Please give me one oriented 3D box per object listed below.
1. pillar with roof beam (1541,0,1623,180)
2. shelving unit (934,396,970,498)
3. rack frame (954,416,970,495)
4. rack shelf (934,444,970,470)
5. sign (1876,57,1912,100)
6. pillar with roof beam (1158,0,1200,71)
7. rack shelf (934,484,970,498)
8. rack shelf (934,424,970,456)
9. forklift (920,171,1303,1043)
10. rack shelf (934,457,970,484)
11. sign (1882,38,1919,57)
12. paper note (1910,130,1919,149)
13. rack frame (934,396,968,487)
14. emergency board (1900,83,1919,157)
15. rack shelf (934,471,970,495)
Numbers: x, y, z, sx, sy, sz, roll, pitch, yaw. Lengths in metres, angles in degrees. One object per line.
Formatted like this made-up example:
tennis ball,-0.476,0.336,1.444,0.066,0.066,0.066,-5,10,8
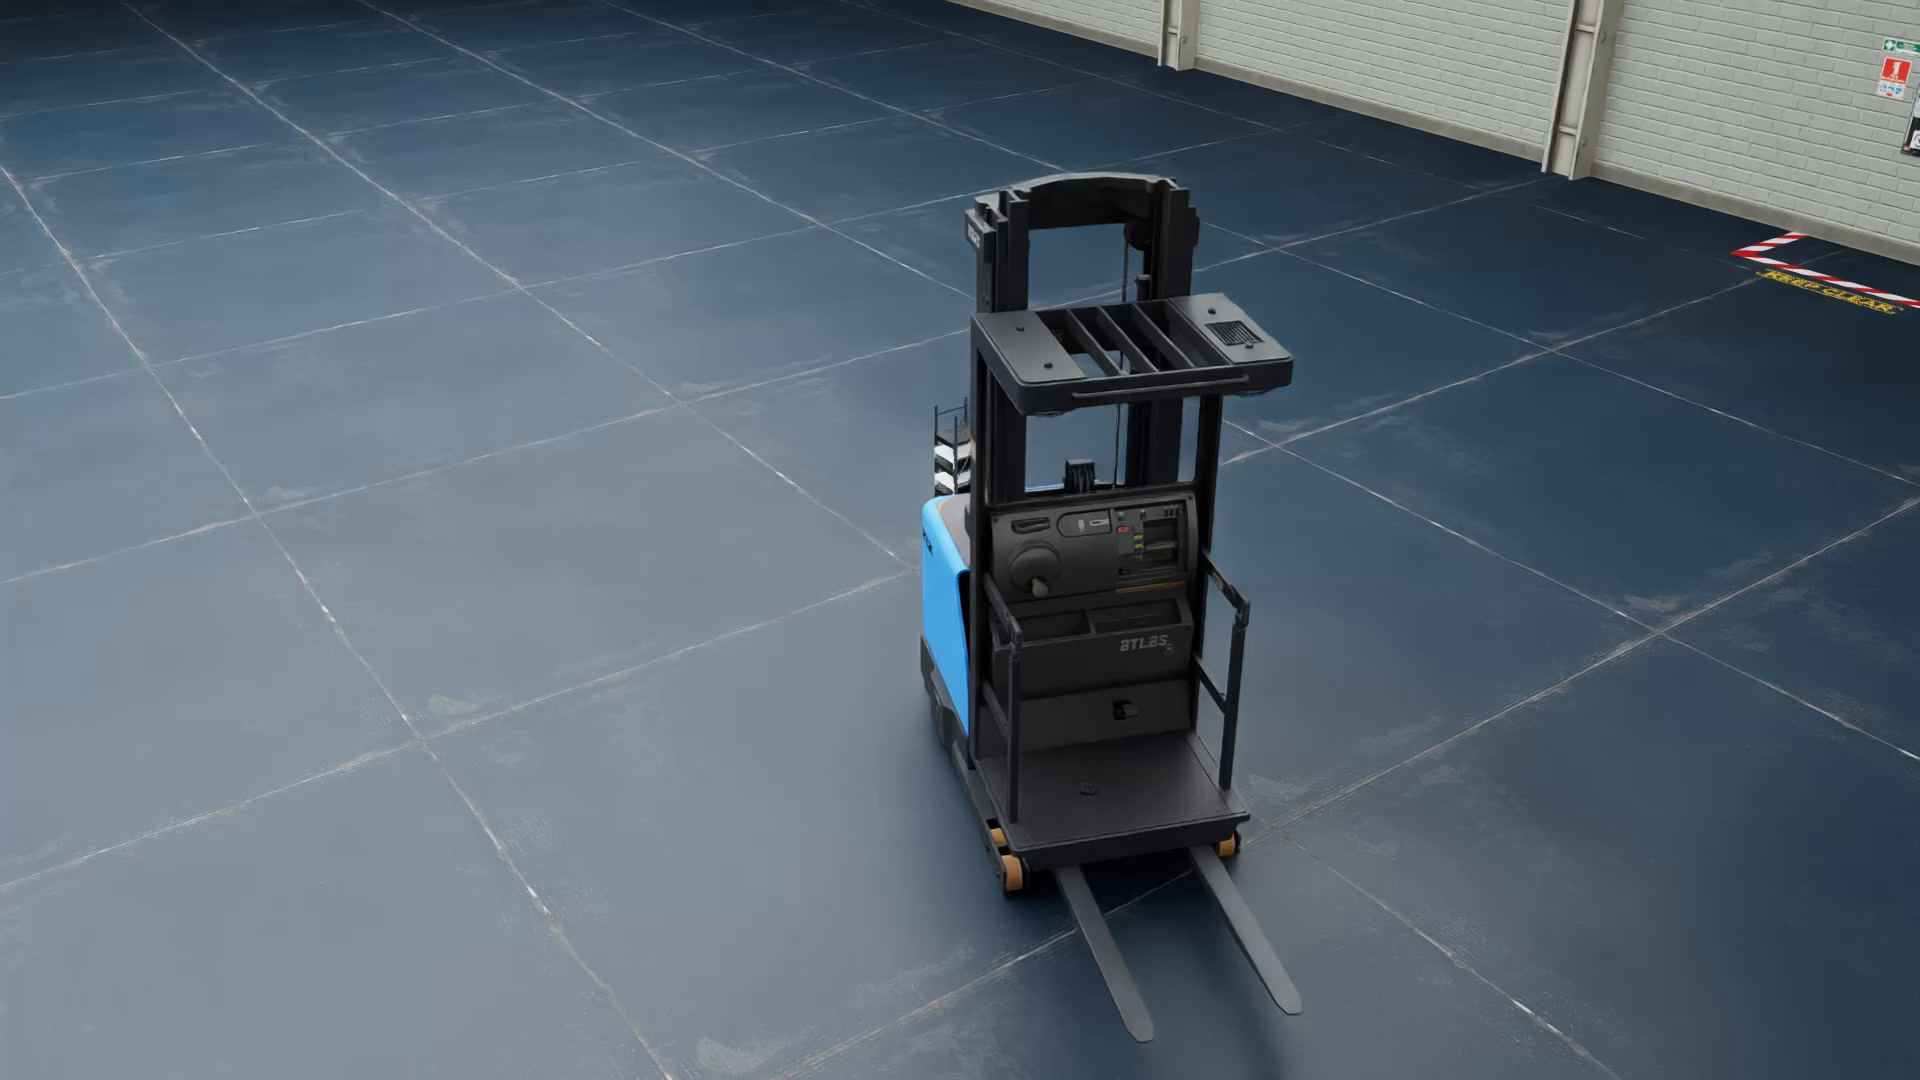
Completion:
pillar with roof beam,2.779,-6.566,12.911,9.100,9.000,0.400,-19,34,-31
shelving unit,0.005,-0.392,10.029,0.258,0.900,0.210,-19,34,-31
rack frame,0.064,-0.353,9.957,0.240,0.900,0.006,-19,34,-31
rack shelf,0.005,-0.521,9.959,0.258,0.077,0.200,-19,34,-31
sign,8.127,-4.019,14.471,0.001,0.329,0.234,-19,34,-31
pillar with roof beam,-0.701,-8.899,17.206,9.100,9.000,0.400,-19,34,-31
rack shelf,0.005,-0.284,10.088,0.258,0.077,0.200,-19,34,-31
rack shelf,0.005,-0.600,9.916,0.258,0.077,0.200,-19,34,-31
forklift,0.642,0.069,7.053,1.130,2.935,3.031,-7,29,-12
rack shelf,0.005,-0.442,10.002,0.258,0.077,0.200,-19,34,-31
sign,8.123,-4.248,14.336,0.001,0.109,0.331,-19,34,-31
paper note,8.318,-3.461,14.403,0.016,0.148,0.142,-19,34,-31
rack frame,-0.054,-0.432,10.102,0.240,0.900,0.006,-19,34,-31
emergency board,8.374,-3.769,14.046,0.157,1.169,0.626,-19,34,-31
rack shelf,0.005,-0.363,10.045,0.258,0.077,0.200,-19,34,-31
